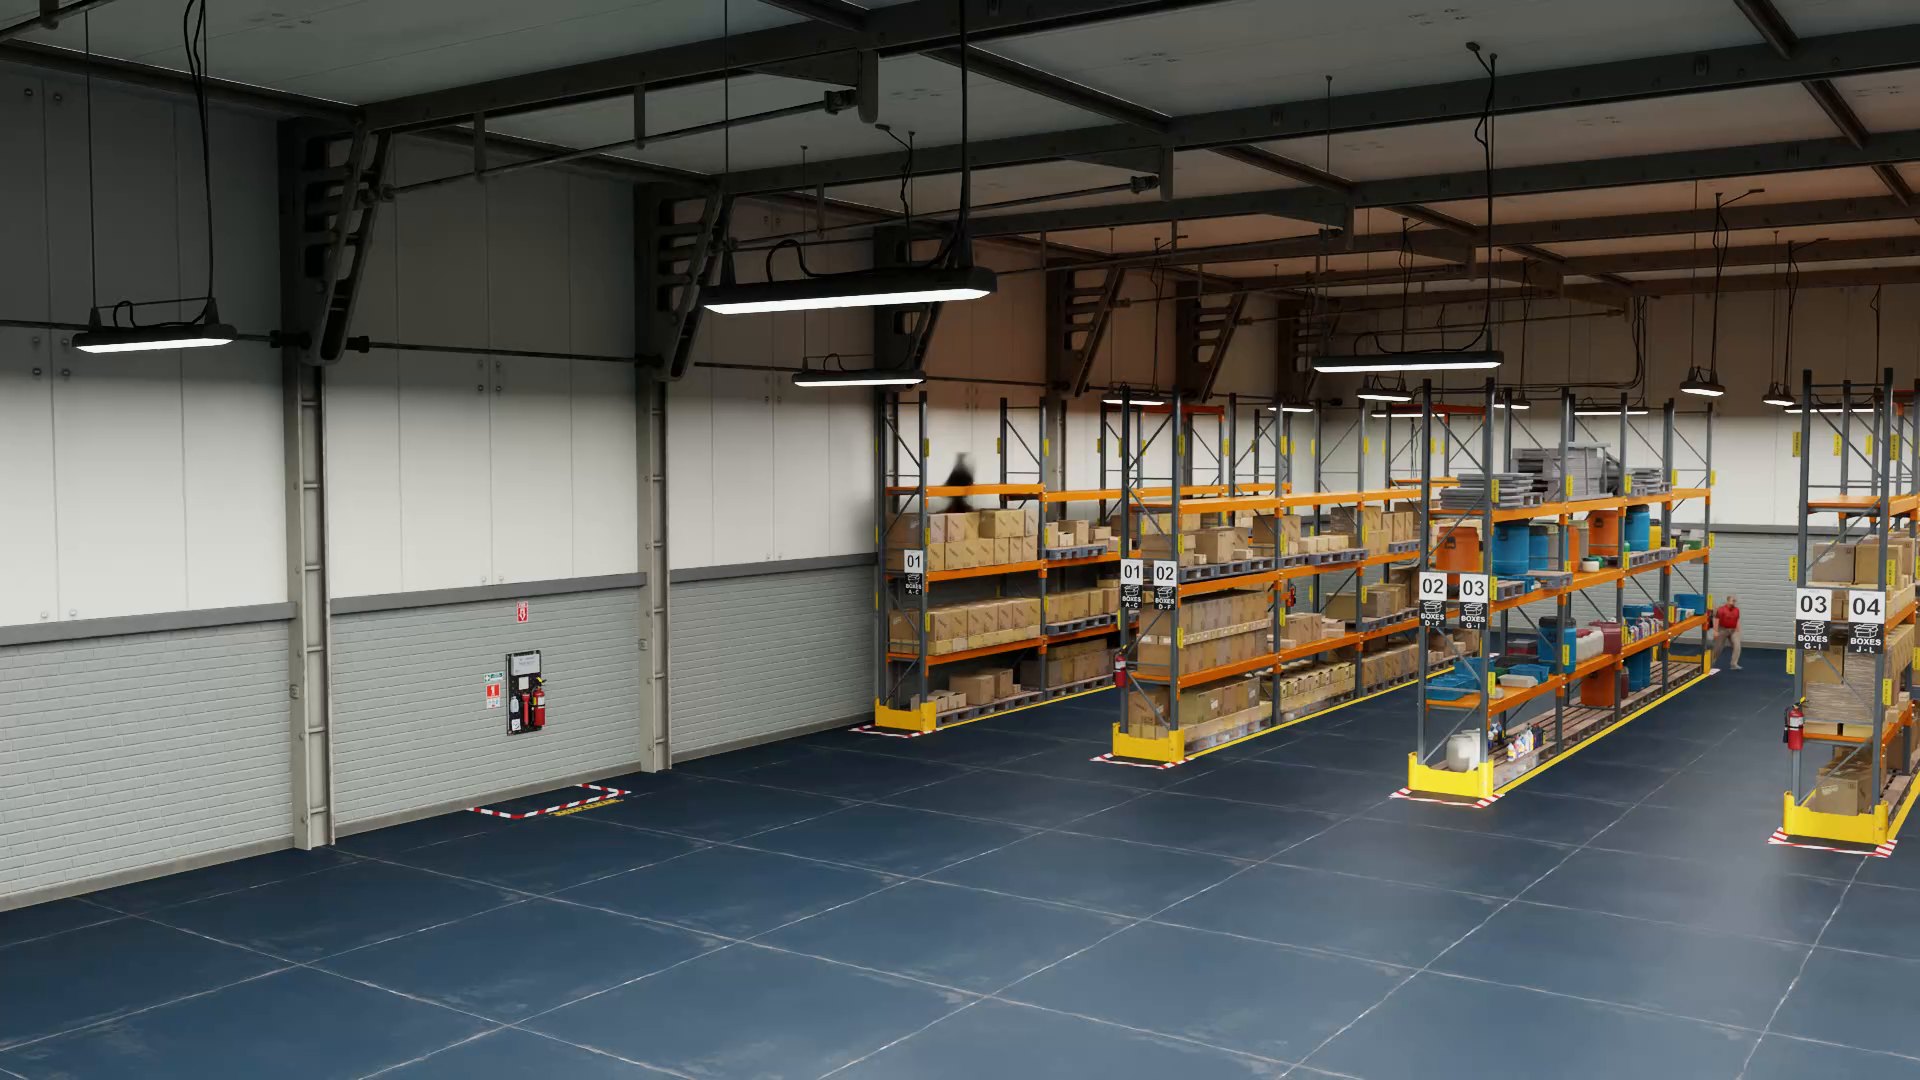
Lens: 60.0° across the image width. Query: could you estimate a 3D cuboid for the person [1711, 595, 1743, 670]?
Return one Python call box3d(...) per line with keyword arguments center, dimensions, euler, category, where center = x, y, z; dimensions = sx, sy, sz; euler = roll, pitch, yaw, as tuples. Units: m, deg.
box3d(center=(17.361, 2.078, 37.687), dimensions=(0.691, 1.671, 0.816), euler=(0, 3, -7), category="person")
